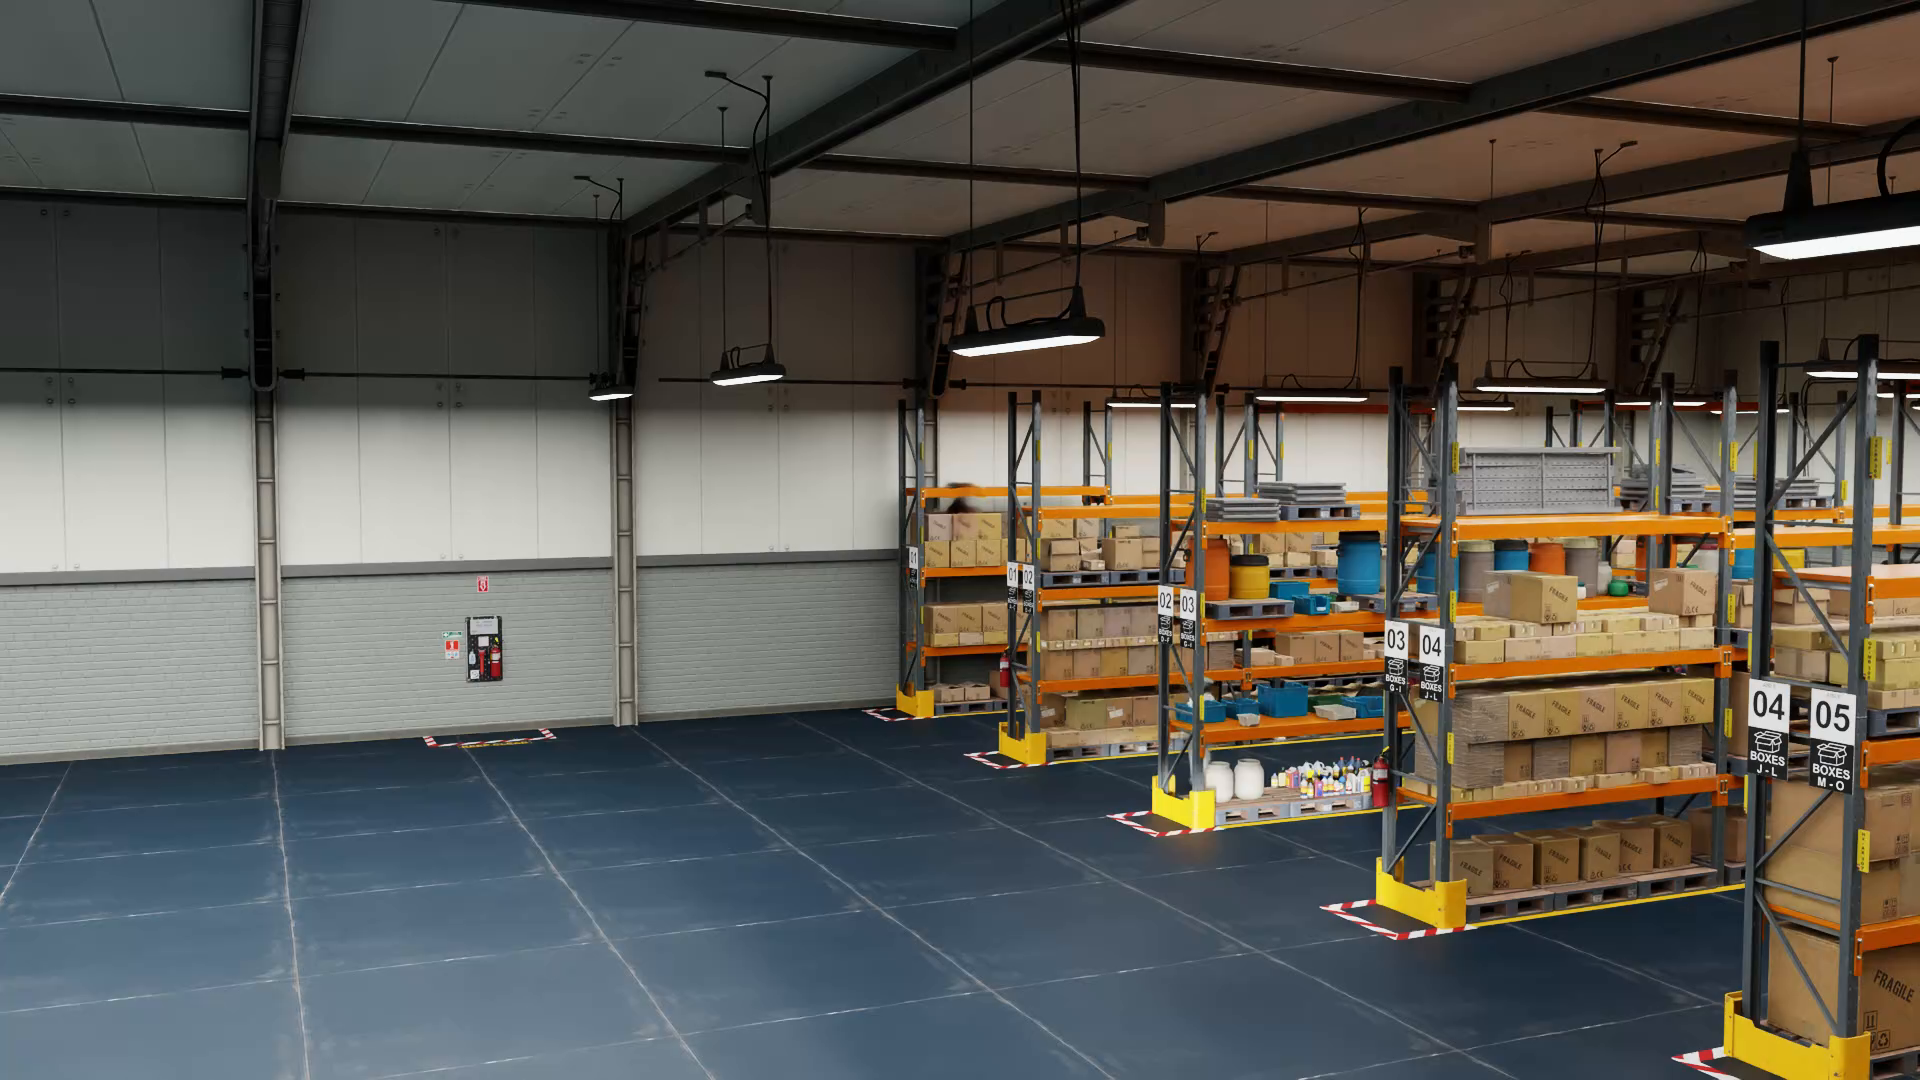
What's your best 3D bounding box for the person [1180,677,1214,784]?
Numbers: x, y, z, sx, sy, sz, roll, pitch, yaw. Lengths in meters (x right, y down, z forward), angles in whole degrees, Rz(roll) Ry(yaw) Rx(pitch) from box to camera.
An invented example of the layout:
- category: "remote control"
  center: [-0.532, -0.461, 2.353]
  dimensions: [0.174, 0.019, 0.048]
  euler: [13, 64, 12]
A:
- category: "person"
  center: [3.582, 2.862, 25.009]
  dimensions: [0.550, 1.704, 0.530]
  euler: [-1, 3, -13]
